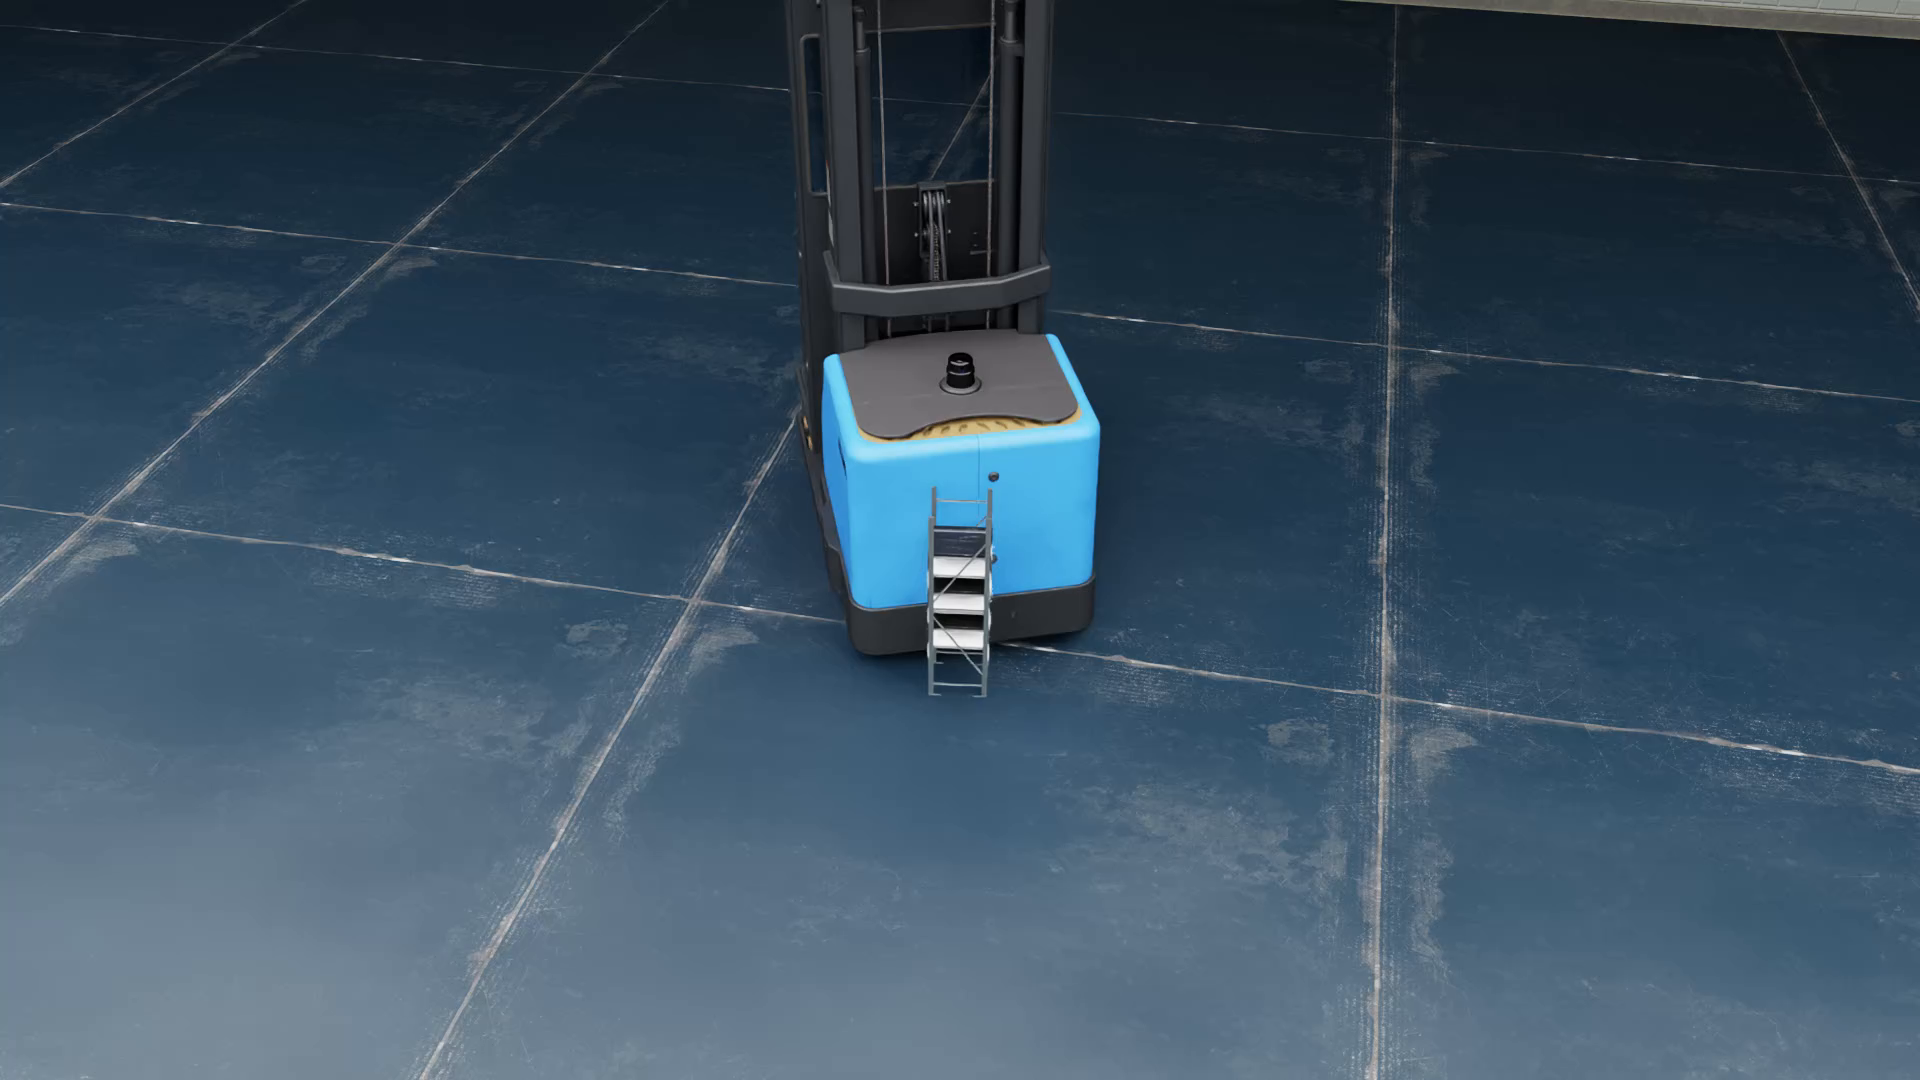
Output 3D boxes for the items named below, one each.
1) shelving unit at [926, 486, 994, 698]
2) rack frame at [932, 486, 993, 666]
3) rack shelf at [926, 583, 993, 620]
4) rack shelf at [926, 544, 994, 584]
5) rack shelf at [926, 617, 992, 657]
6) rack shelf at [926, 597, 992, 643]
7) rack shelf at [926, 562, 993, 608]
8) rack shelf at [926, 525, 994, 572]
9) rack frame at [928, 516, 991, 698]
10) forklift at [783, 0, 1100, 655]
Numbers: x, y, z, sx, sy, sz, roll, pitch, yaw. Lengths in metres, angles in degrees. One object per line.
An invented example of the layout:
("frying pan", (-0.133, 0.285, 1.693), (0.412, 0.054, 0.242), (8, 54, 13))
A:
("shelving unit", (0.000, 0.220, 6.677), (0.258, 0.900, 0.210), (2, 36, 2))
("rack frame", (0.004, 0.161, 6.759), (0.240, 0.900, 0.006), (2, 36, 2))
("rack shelf", (-0.001, 0.247, 6.696), (0.258, 0.077, 0.200), (2, 36, 2))
("rack shelf", (0.001, 0.102, 6.590), (0.258, 0.077, 0.200), (2, 36, 2))
("rack shelf", (-0.003, 0.393, 6.802), (0.258, 0.077, 0.200), (2, 36, 2))
("rack shelf", (-0.002, 0.320, 6.749), (0.258, 0.077, 0.200), (2, 36, 2))
("rack shelf", (0.000, 0.174, 6.643), (0.258, 0.077, 0.200), (2, 36, 2))
("rack shelf", (0.002, 0.029, 6.538), (0.258, 0.077, 0.200), (2, 36, 2))
("rack frame", (-0.005, 0.280, 6.594), (0.240, 0.900, 0.006), (2, 36, 2))
("forklift", (-0.209, -1.565, 7.411), (1.130, 2.935, 3.031), (-6, 36, -9))
